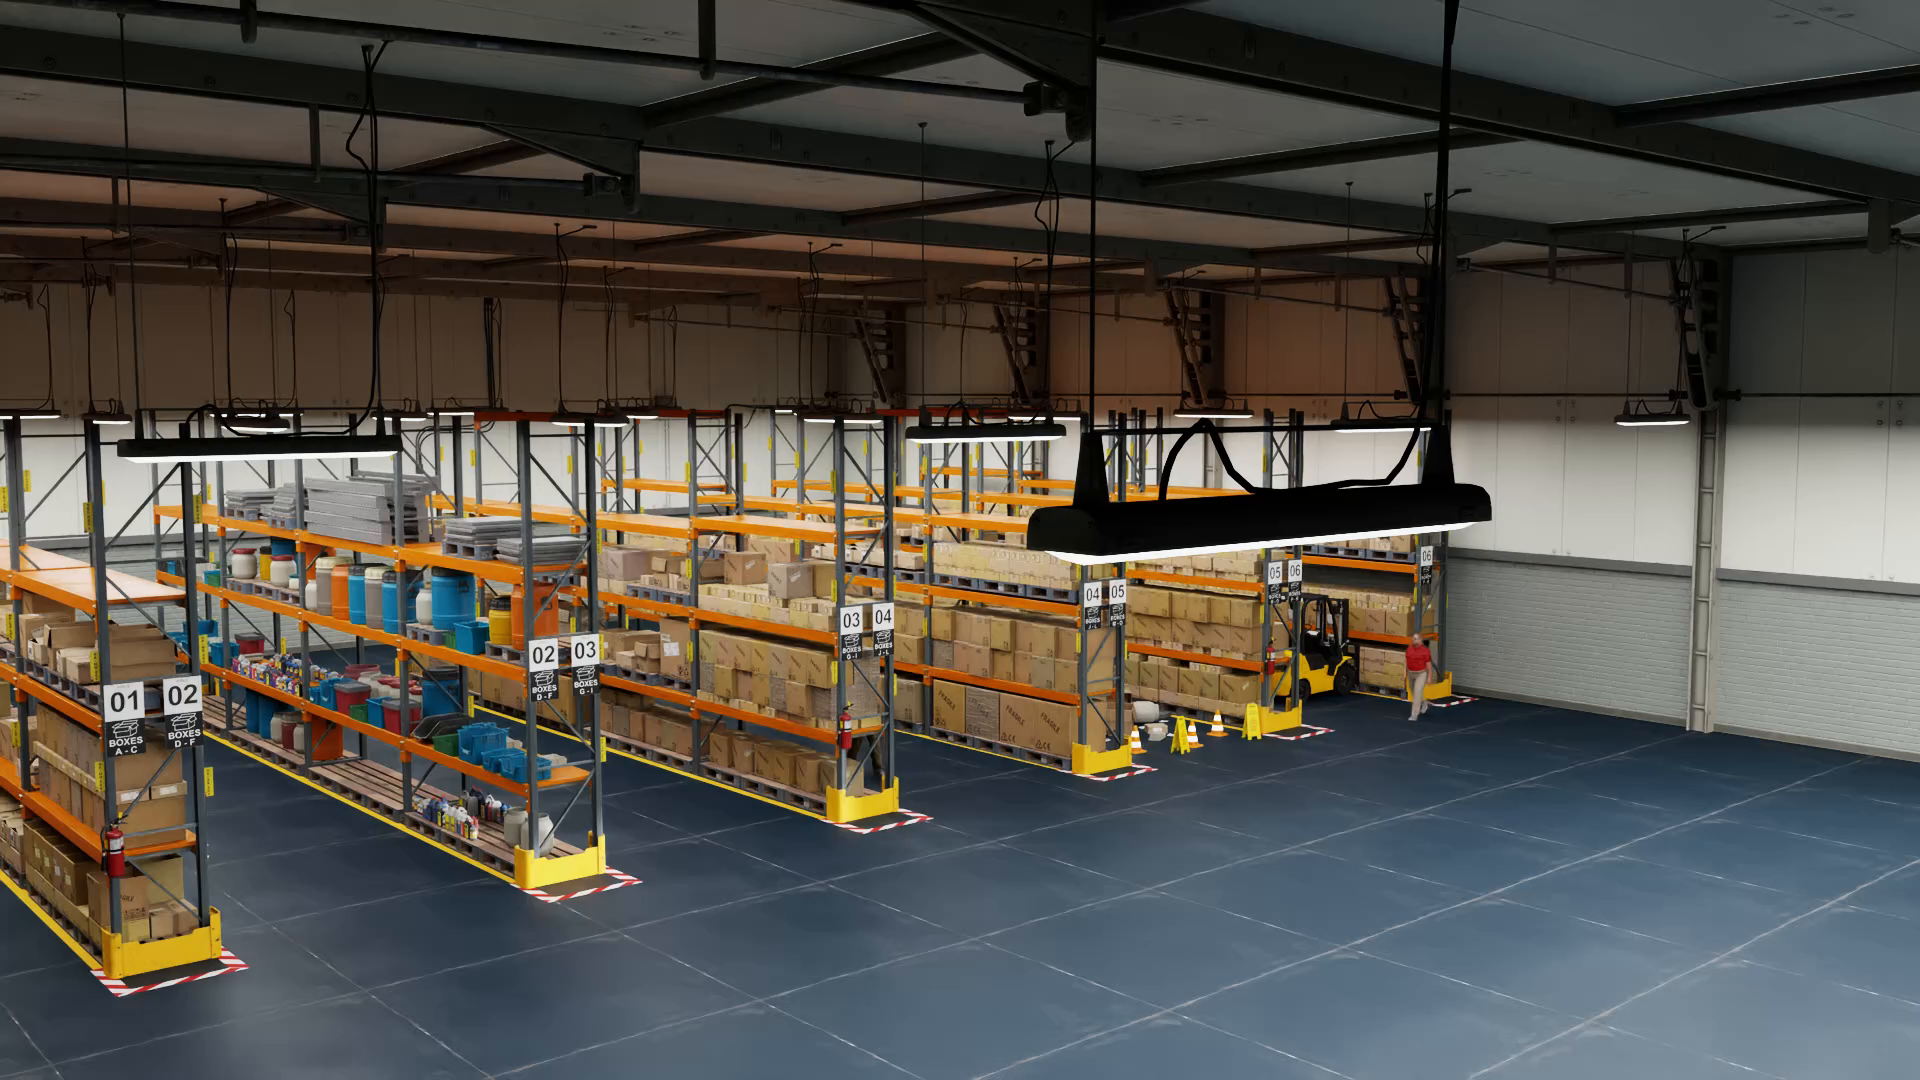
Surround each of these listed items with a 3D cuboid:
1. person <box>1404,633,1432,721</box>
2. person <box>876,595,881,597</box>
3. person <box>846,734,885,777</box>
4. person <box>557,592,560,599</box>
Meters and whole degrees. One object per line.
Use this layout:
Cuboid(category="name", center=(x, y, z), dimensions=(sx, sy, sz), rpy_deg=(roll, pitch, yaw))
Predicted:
Cuboid(category="person", center=(8.939, 2.636, 32.392), dimensions=(0.577, 1.683, 0.986), rpy_deg=(5, 7, 43))
Cuboid(category="person", center=(-1.878, 2.062, 37.283), dimensions=(0.477, 1.636, 0.529), rpy_deg=(5, 7, 42))
Cuboid(category="person", center=(-1.546, 3.032, 27.602), dimensions=(1.037, 1.730, 0.562), rpy_deg=(4, 7, 40))
Cuboid(category="person", center=(-9.677, 2.011, 39.848), dimensions=(0.424, 1.615, 1.071), rpy_deg=(-1, 5, -12))
